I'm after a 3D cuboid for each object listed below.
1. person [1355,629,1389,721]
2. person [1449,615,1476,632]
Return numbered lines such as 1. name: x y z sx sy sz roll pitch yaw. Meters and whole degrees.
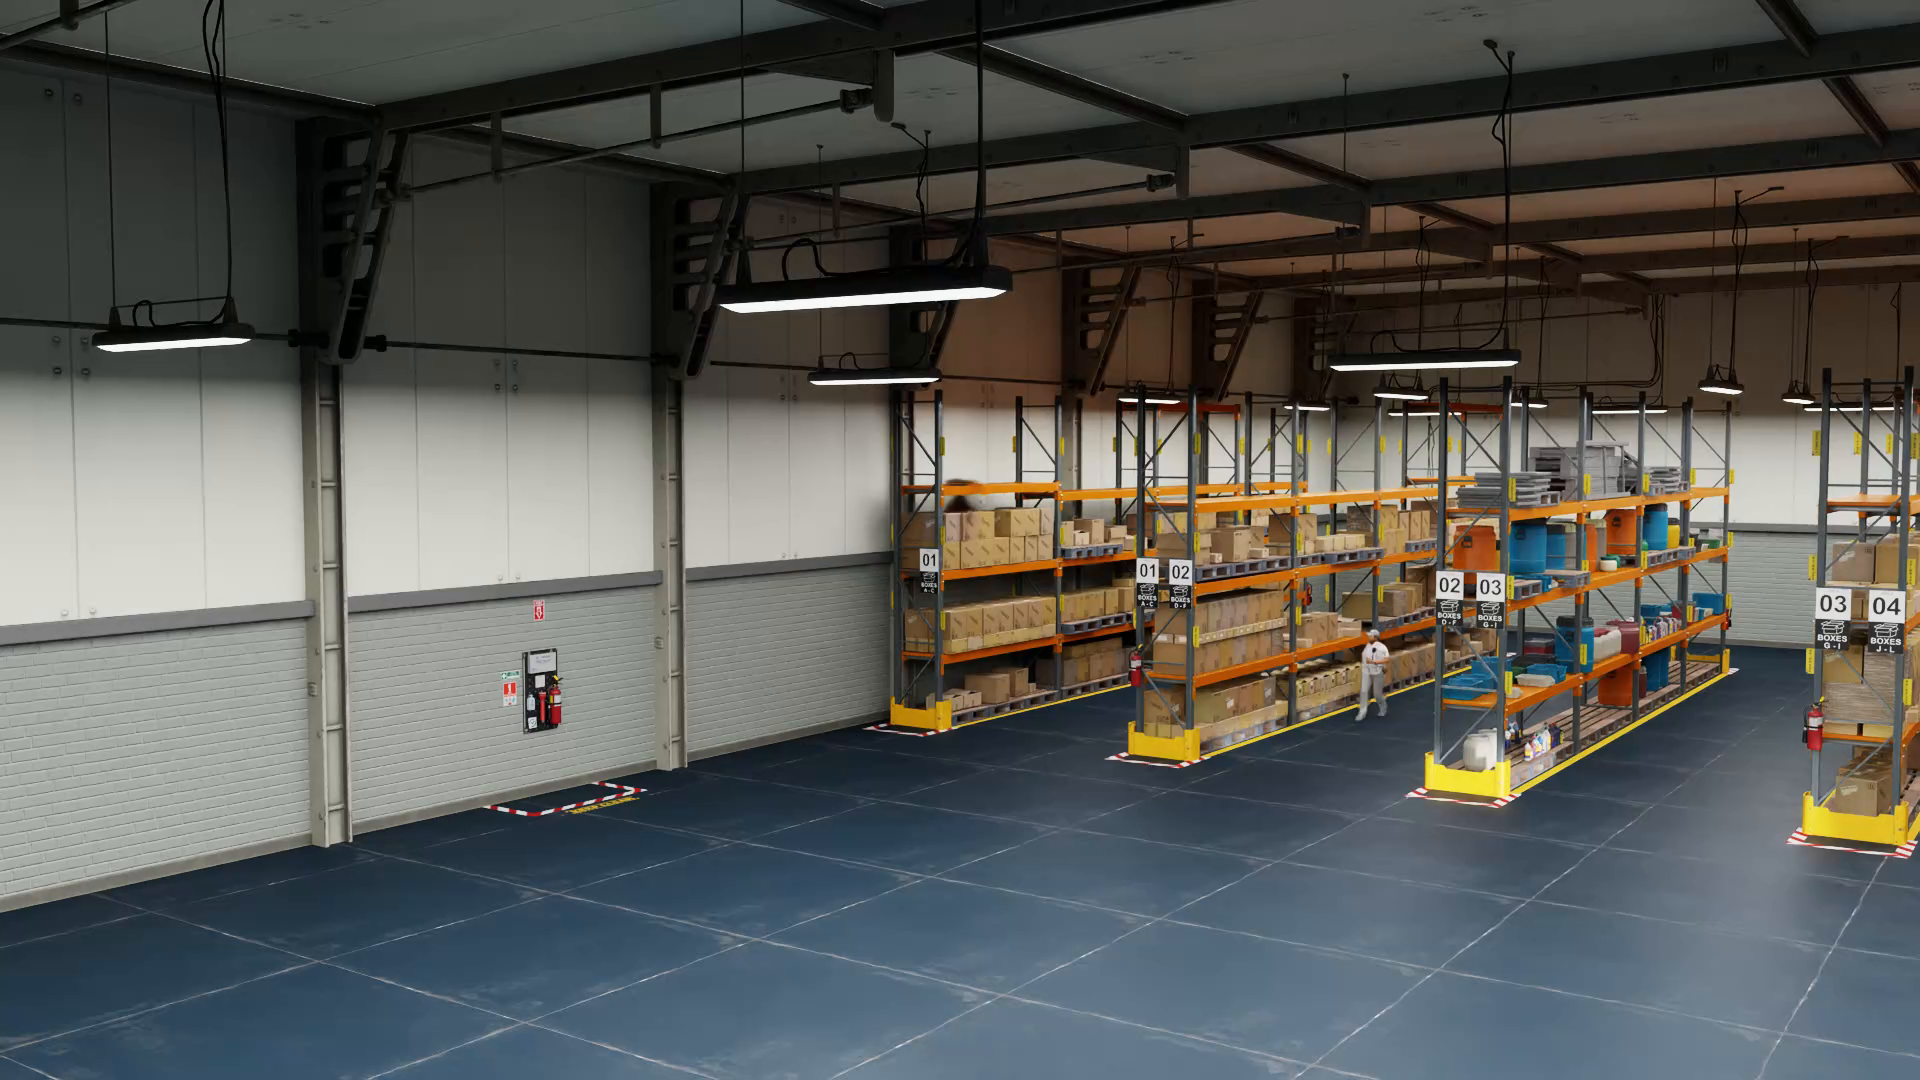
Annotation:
1. person: 7.567 2.446 30.332 0.568 1.629 0.998 2 4 36
2. person: 13.385 1.701 43.962 0.546 1.636 0.897 -2 4 -30
